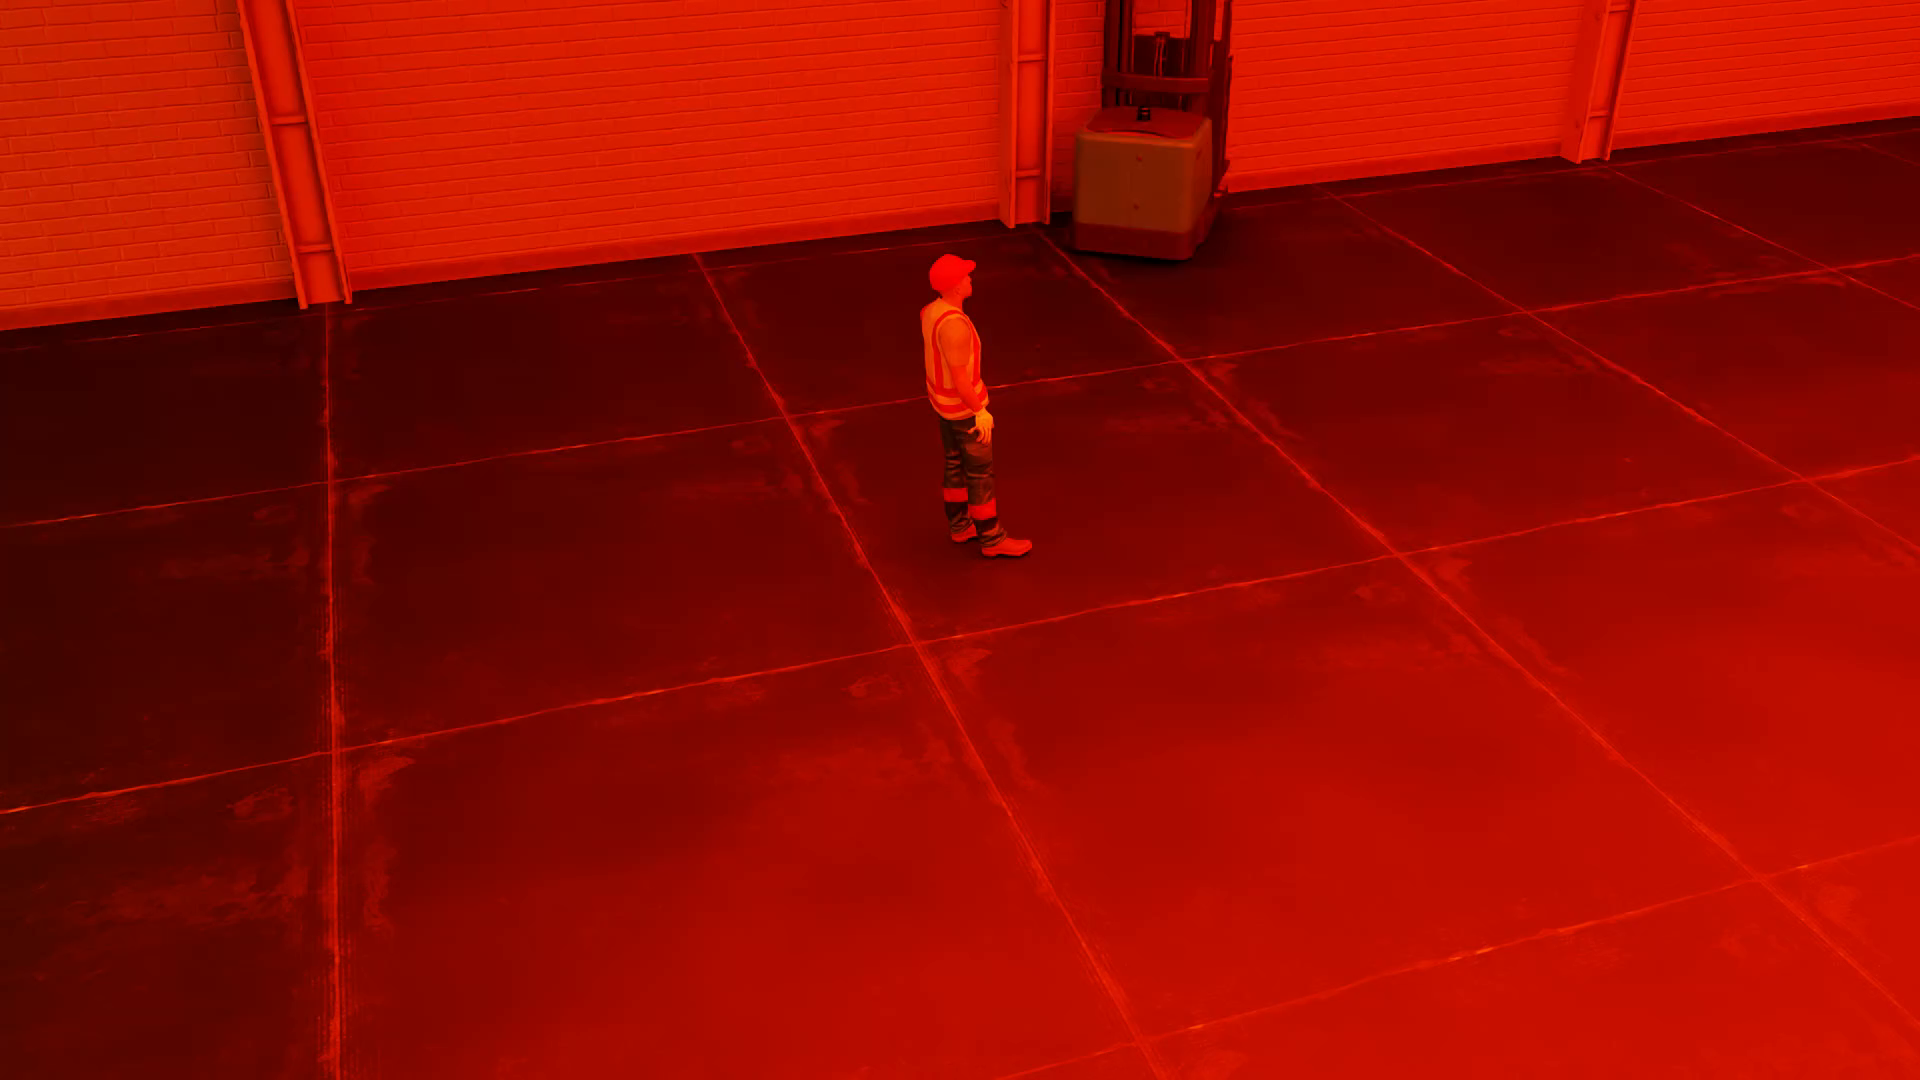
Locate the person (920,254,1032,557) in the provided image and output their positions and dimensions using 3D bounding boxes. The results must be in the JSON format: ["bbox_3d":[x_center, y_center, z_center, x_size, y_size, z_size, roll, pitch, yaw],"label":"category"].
[{"bbox_3d":[0.080,-0.789,9.588,0.564,1.787,0.637,-10,31,-16],"label":"person"}]

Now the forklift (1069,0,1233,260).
[{"bbox_3d":[1.856,-4.340,14.631,1.130,2.935,3.031,9,31,15],"label":"forklift"}]
